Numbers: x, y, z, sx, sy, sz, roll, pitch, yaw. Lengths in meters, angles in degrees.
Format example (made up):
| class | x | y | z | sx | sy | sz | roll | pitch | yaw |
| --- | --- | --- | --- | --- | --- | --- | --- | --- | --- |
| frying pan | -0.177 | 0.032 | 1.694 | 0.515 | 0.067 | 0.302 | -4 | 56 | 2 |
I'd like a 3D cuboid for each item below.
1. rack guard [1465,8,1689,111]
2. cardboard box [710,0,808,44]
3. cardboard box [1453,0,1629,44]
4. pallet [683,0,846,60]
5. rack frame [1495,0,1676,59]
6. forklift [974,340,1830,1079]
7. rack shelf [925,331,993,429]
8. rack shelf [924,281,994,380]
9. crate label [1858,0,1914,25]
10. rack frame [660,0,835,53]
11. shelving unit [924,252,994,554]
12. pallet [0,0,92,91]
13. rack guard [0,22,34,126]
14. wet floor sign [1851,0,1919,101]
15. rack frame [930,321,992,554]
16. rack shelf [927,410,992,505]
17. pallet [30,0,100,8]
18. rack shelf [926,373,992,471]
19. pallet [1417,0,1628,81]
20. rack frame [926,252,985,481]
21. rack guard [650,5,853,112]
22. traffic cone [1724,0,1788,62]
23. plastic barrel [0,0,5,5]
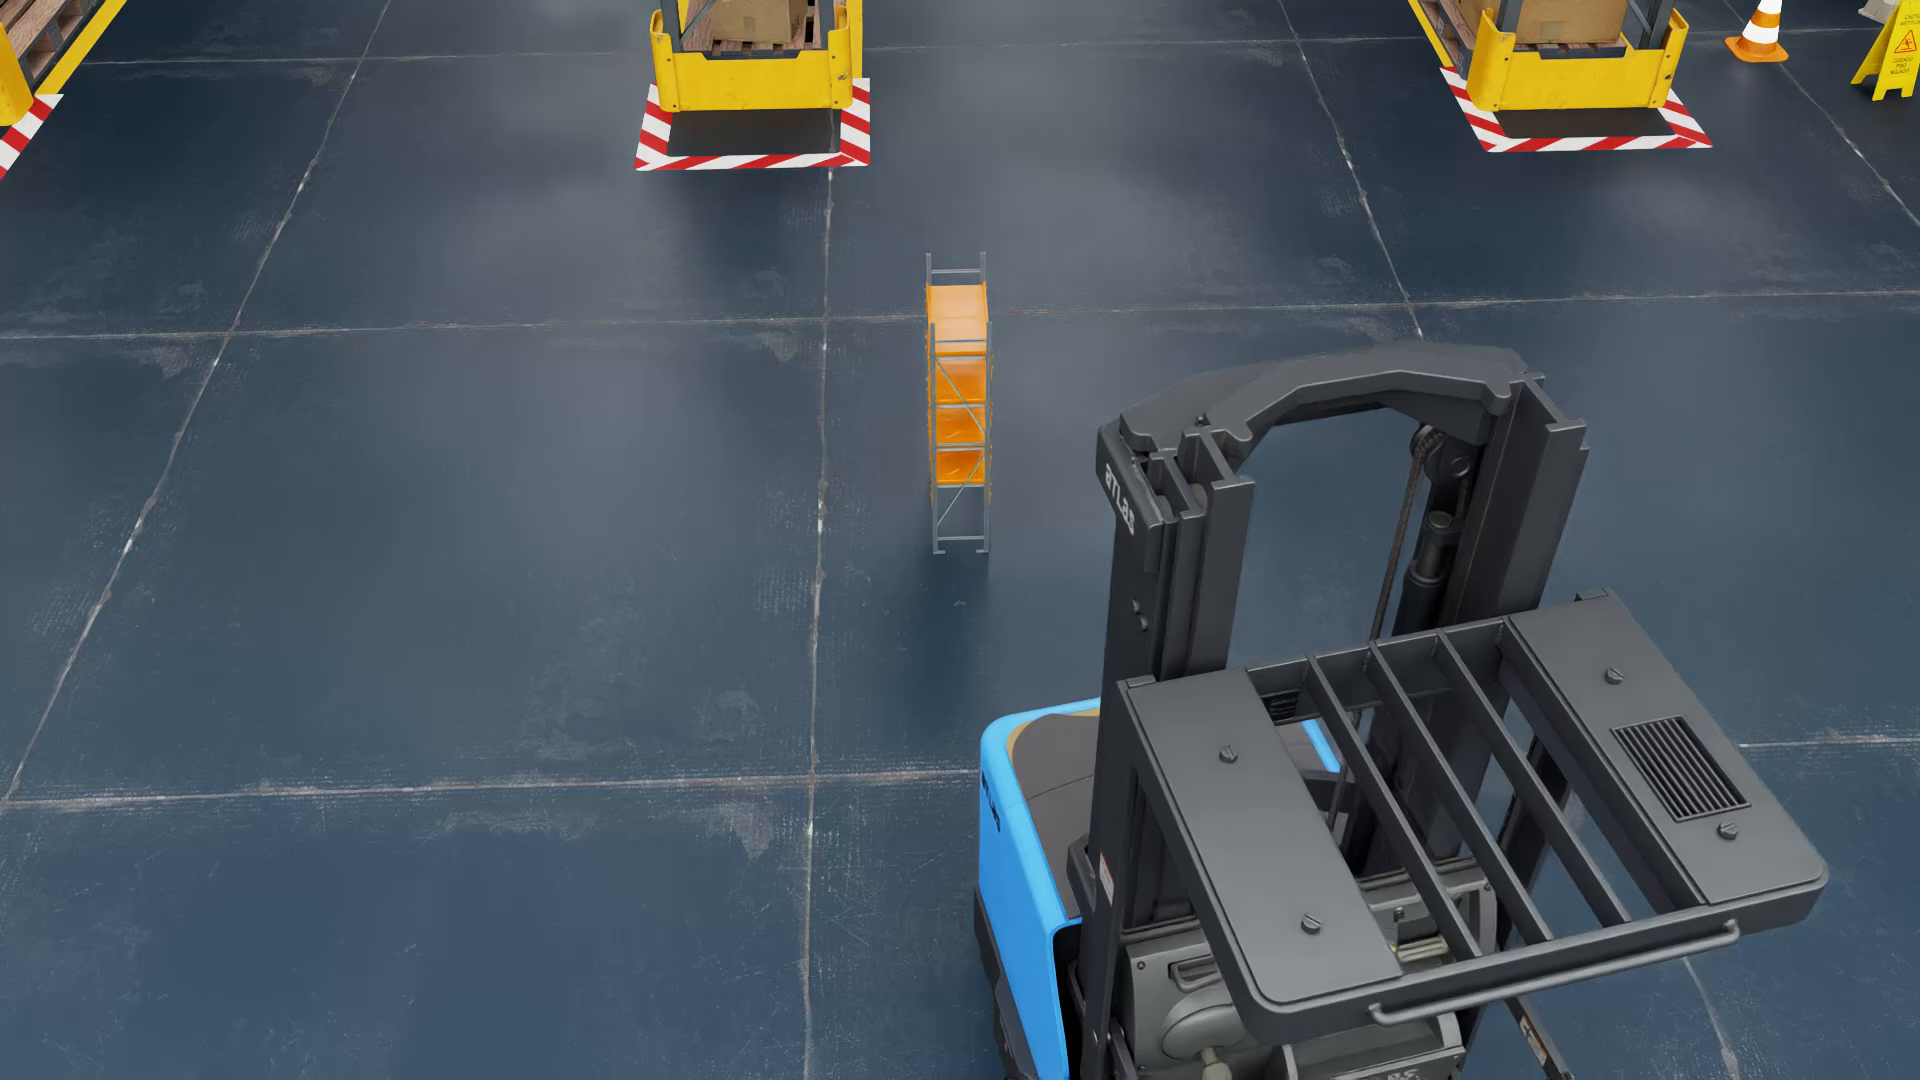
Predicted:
| class | x | y | z | sx | sy | sz | roll | pitch | yaw |
| --- | --- | --- | --- | --- | --- | --- | --- | --- | --- |
| rack guard | 3.718 | -2.916 | 10.061 | 1.175 | 0.500 | 0.348 | -2 | 43 | -2 |
| cardboard box | -1.253 | -3.435 | 10.316 | 0.500 | 0.500 | 0.500 | 6 | 43 | 6 |
| cardboard box | 3.622 | -3.681 | 10.307 | 0.875 | 0.875 | 0.875 | -1 | 43 | -2 |
| pallet | -1.245 | -3.352 | 10.751 | 1.003 | 0.211 | 1.213 | -2 | 43 | -2 |
| rack frame | 3.717 | -3.853 | 9.234 | 1.000 | 3.000 | 0.127 | -2 | 43 | -2 |
| forklift | 0.906 | 1.143 | 3.833 | 1.130 | 2.935 | 3.031 | -10 | 43 | -10 |
| rack shelf | -0.007 | -0.669 | 6.861 | 0.258 | 0.148 | 0.480 | -2 | 43 | -2 |
| rack shelf | -0.007 | -0.844 | 6.701 | 0.258 | 0.148 | 0.480 | -2 | 43 | -2 |
| crate label | 6.161 | -3.529 | 10.999 | 0.250 | 0.136 | 0.298 | -23 | 47 | -23 |
| rack frame | -1.243 | -3.779 | 9.153 | 1.000 | 3.000 | 0.127 | -2 | 43 | -2 |
| shelving unit | -0.007 | -0.554 | 6.966 | 0.258 | 1.200 | 0.503 | -2 | 43 | -2 |
| pallet | -6.271 | -3.208 | 10.593 | 1.003 | 0.211 | 1.213 | -2 | 43 | -2 |
| rack guard | -6.242 | -2.766 | 9.897 | 1.175 | 0.500 | 0.348 | -2 | 43 | -2 |
| wet floor sign | 5.696 | -3.023 | 10.070 | 0.267 | 0.644 | 0.232 | -8 | 43 | -9 |
| rack frame | 0.003 | -0.389 | 6.787 | 0.240 | 1.200 | 0.015 | -2 | 43 | -2 |
| rack shelf | -0.007 | -0.358 | 7.146 | 0.258 | 0.148 | 0.480 | -2 | 43 | -2 |
| pallet | -6.320 | -4.029 | 11.490 | 1.003 | 0.211 | 1.213 | -2 | 43 | -2 |
| rack shelf | -0.007 | -0.504 | 7.012 | 0.258 | 0.148 | 0.480 | -2 | 43 | -2 |
| pallet | 3.605 | -3.363 | 10.763 | 1.003 | 0.211 | 1.213 | -2 | 43 | -2 |
| rack frame | -0.017 | -0.719 | 7.146 | 0.240 | 1.200 | 0.015 | -2 | 43 | -2 |
| rack guard | -1.246 | -2.909 | 10.054 | 1.175 | 0.500 | 0.348 | -2 | 43 | -2 |
| traffic cone | 5.113 | -3.317 | 10.527 | 0.336 | 0.463 | 0.334 | -2 | 43 | -2 |
| plastic barrel | -6.317 | -3.655 | 10.548 | 0.421 | 0.512 | 0.421 | 0 | 43 | 0 |
